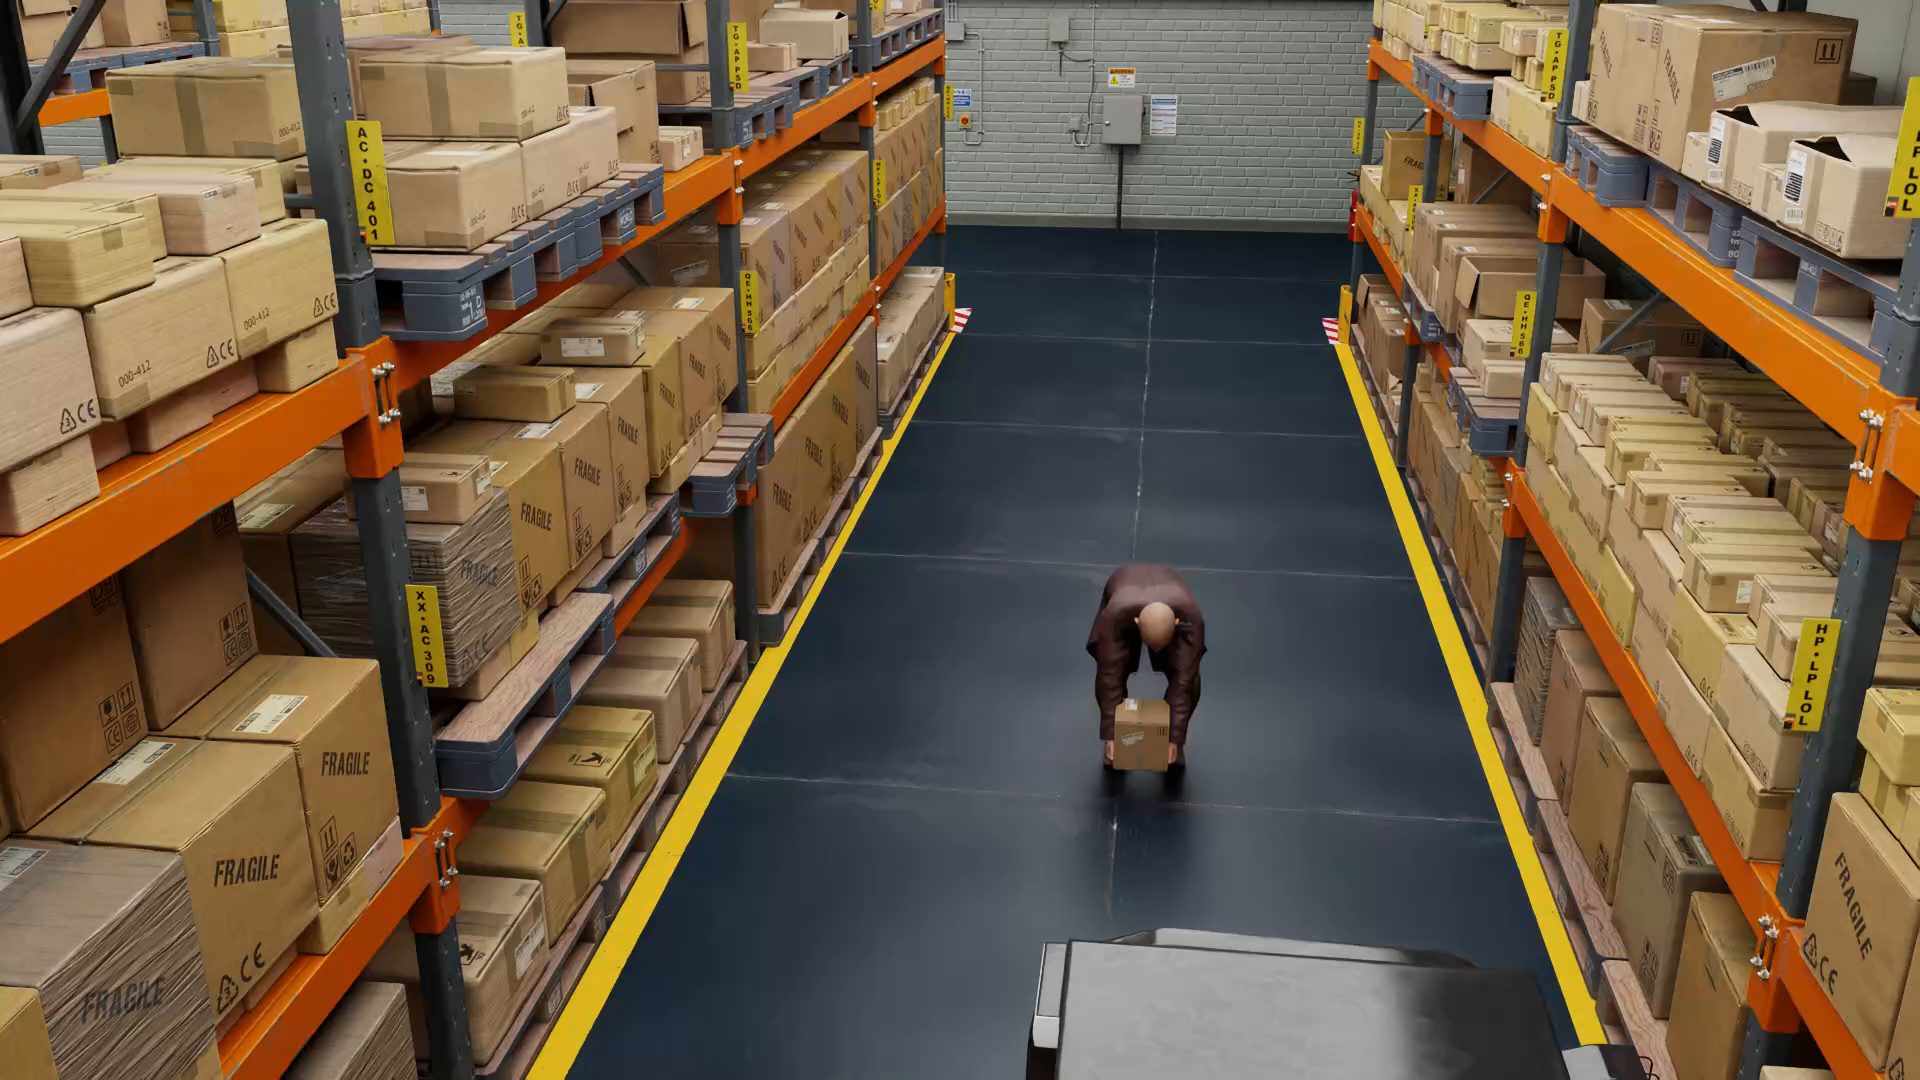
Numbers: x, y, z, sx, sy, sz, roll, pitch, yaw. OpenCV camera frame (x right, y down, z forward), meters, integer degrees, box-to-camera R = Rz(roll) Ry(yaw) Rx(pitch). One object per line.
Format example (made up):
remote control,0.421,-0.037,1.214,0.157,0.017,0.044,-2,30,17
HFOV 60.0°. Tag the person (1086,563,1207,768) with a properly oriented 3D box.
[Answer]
person,0.897,0.635,7.984,0.591,1.031,0.939,1,21,4
